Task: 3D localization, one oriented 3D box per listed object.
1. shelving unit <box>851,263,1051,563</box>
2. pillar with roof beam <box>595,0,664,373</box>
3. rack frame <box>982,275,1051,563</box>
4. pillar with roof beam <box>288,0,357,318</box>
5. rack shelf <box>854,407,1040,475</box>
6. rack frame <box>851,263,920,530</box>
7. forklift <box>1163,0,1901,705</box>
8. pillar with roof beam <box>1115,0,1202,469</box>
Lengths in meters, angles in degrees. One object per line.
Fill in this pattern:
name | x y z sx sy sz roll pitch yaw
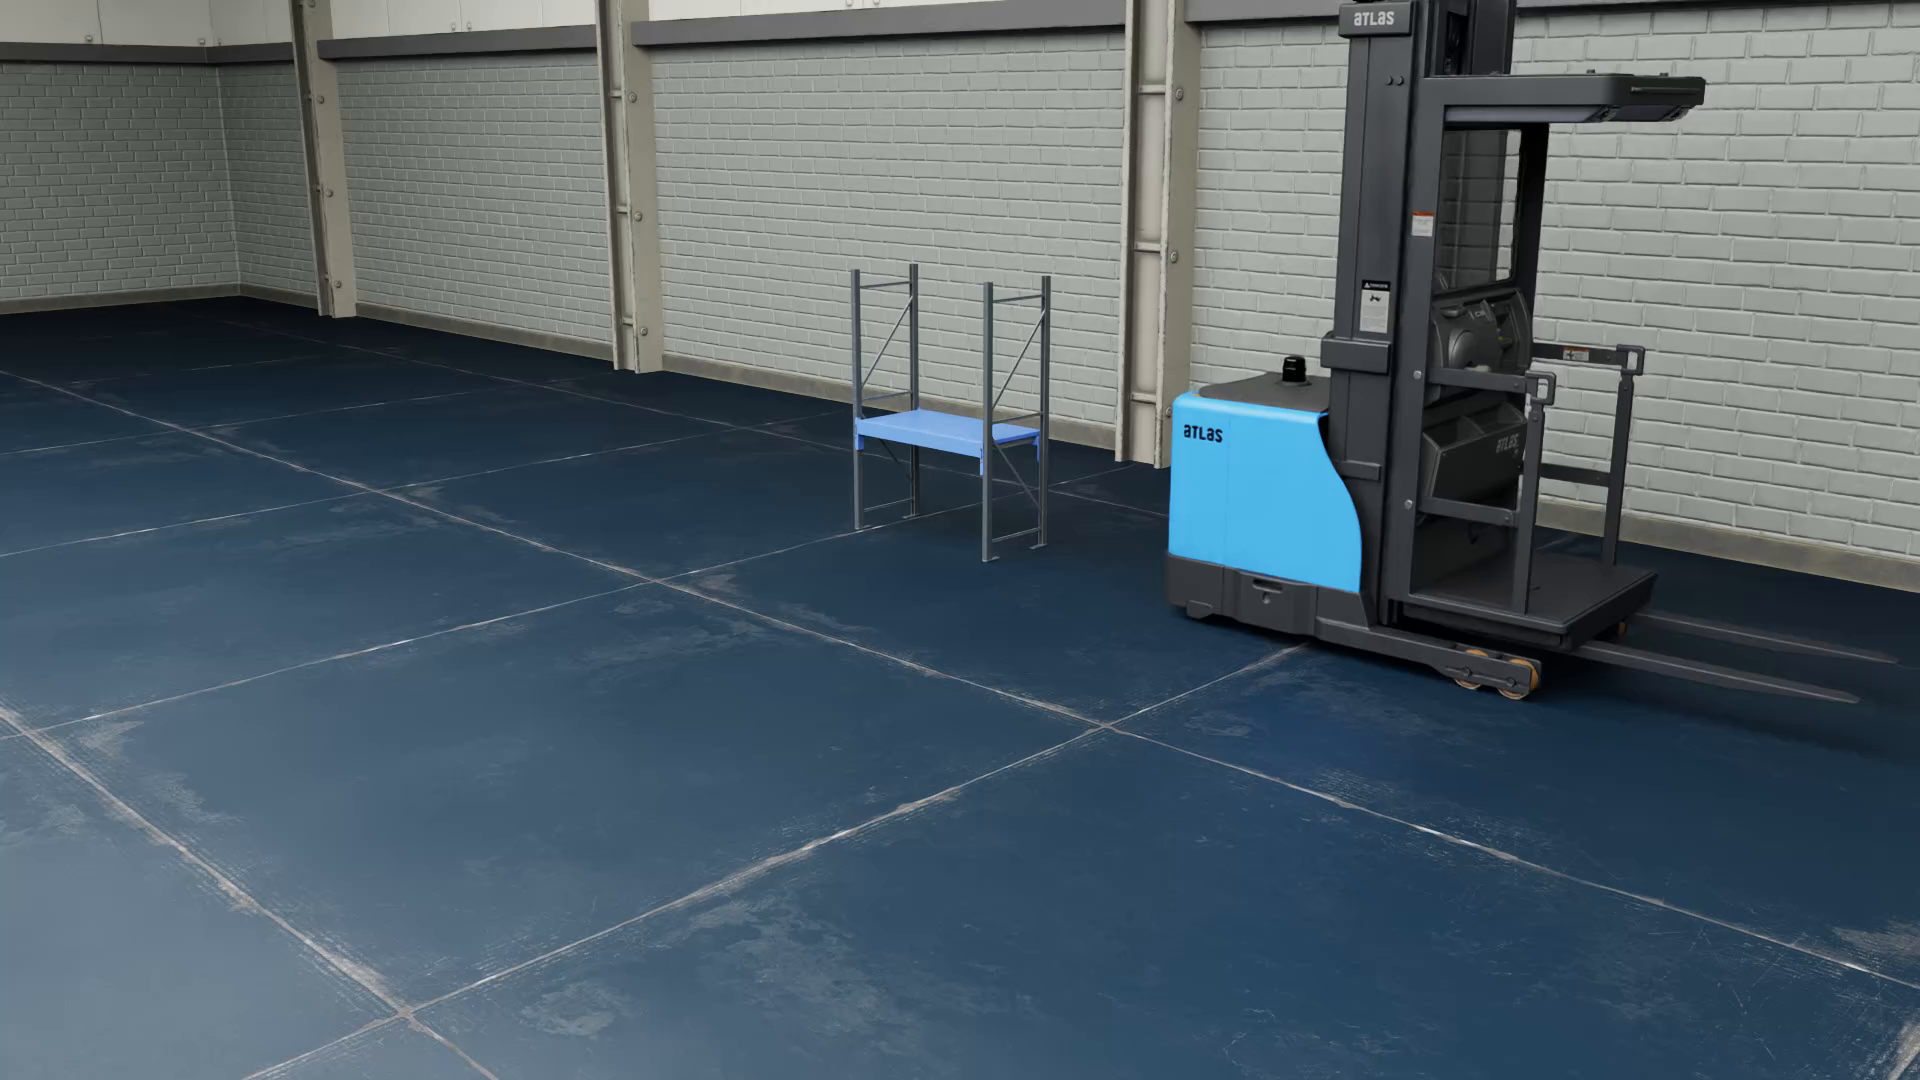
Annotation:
shelving unit | -0.061 -0.741 9.300 1.048 1.500 0.538 14 20 42
pillar with roof beam | -5.985 -5.169 11.423 0.400 9.000 9.100 14 20 42
rack frame | 0.305 -0.652 8.959 0.032 1.500 0.500 14 20 42
pillar with roof beam | -10.304 -6.219 15.453 0.400 9.000 9.100 14 20 42
rack shelf | -0.061 -0.567 9.346 1.000 0.185 0.538 14 20 42
rack frame | -0.427 -0.830 9.642 0.032 1.500 0.500 14 20 42
forklift | 2.427 -0.907 7.099 3.031 2.935 1.130 12 19 39
pillar with roof beam | -1.666 -4.119 7.393 0.400 9.000 9.100 14 20 42
